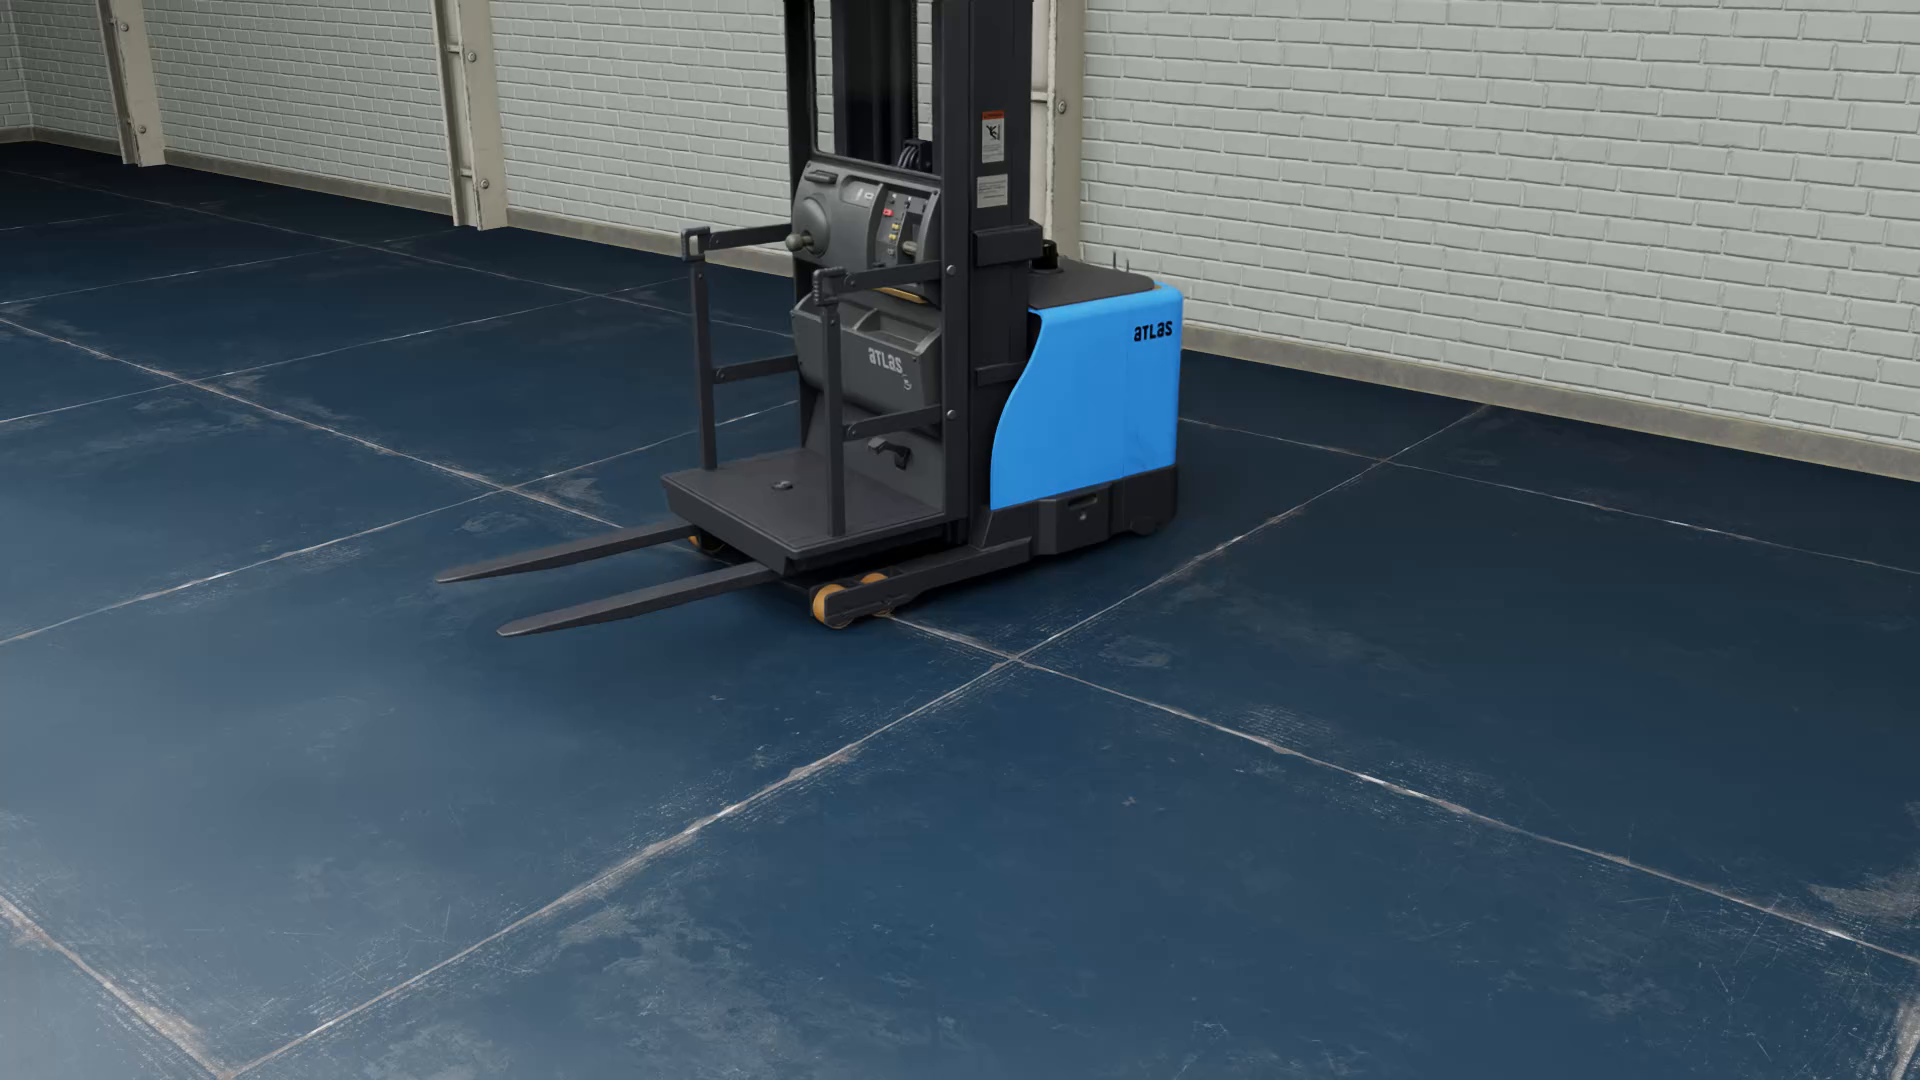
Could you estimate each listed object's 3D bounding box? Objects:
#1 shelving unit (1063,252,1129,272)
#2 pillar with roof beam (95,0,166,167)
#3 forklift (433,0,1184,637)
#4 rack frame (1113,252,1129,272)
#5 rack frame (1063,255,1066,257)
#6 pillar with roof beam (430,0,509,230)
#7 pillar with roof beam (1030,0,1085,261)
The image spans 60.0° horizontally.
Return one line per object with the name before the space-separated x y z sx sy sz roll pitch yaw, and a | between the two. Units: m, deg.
shelving unit | 0.625 -0.806 7.818 0.252 1.050 0.215 -5 21 -14
pillar with roof beam | -11.503 -7.093 13.225 0.400 9.000 9.100 16 26 36
forklift | -0.540 -1.247 6.321 3.031 2.935 1.130 -15 25 -34
rack frame | 0.743 -0.817 7.847 0.008 1.050 0.200 -5 21 -14
rack frame | 0.507 -0.795 7.789 0.008 1.050 0.200 -5 21 -14
pillar with roof beam | -6.854 -5.755 9.675 0.400 9.000 9.100 16 26 36
pillar with roof beam | -2.206 -4.416 6.126 0.400 9.000 9.100 16 26 36
